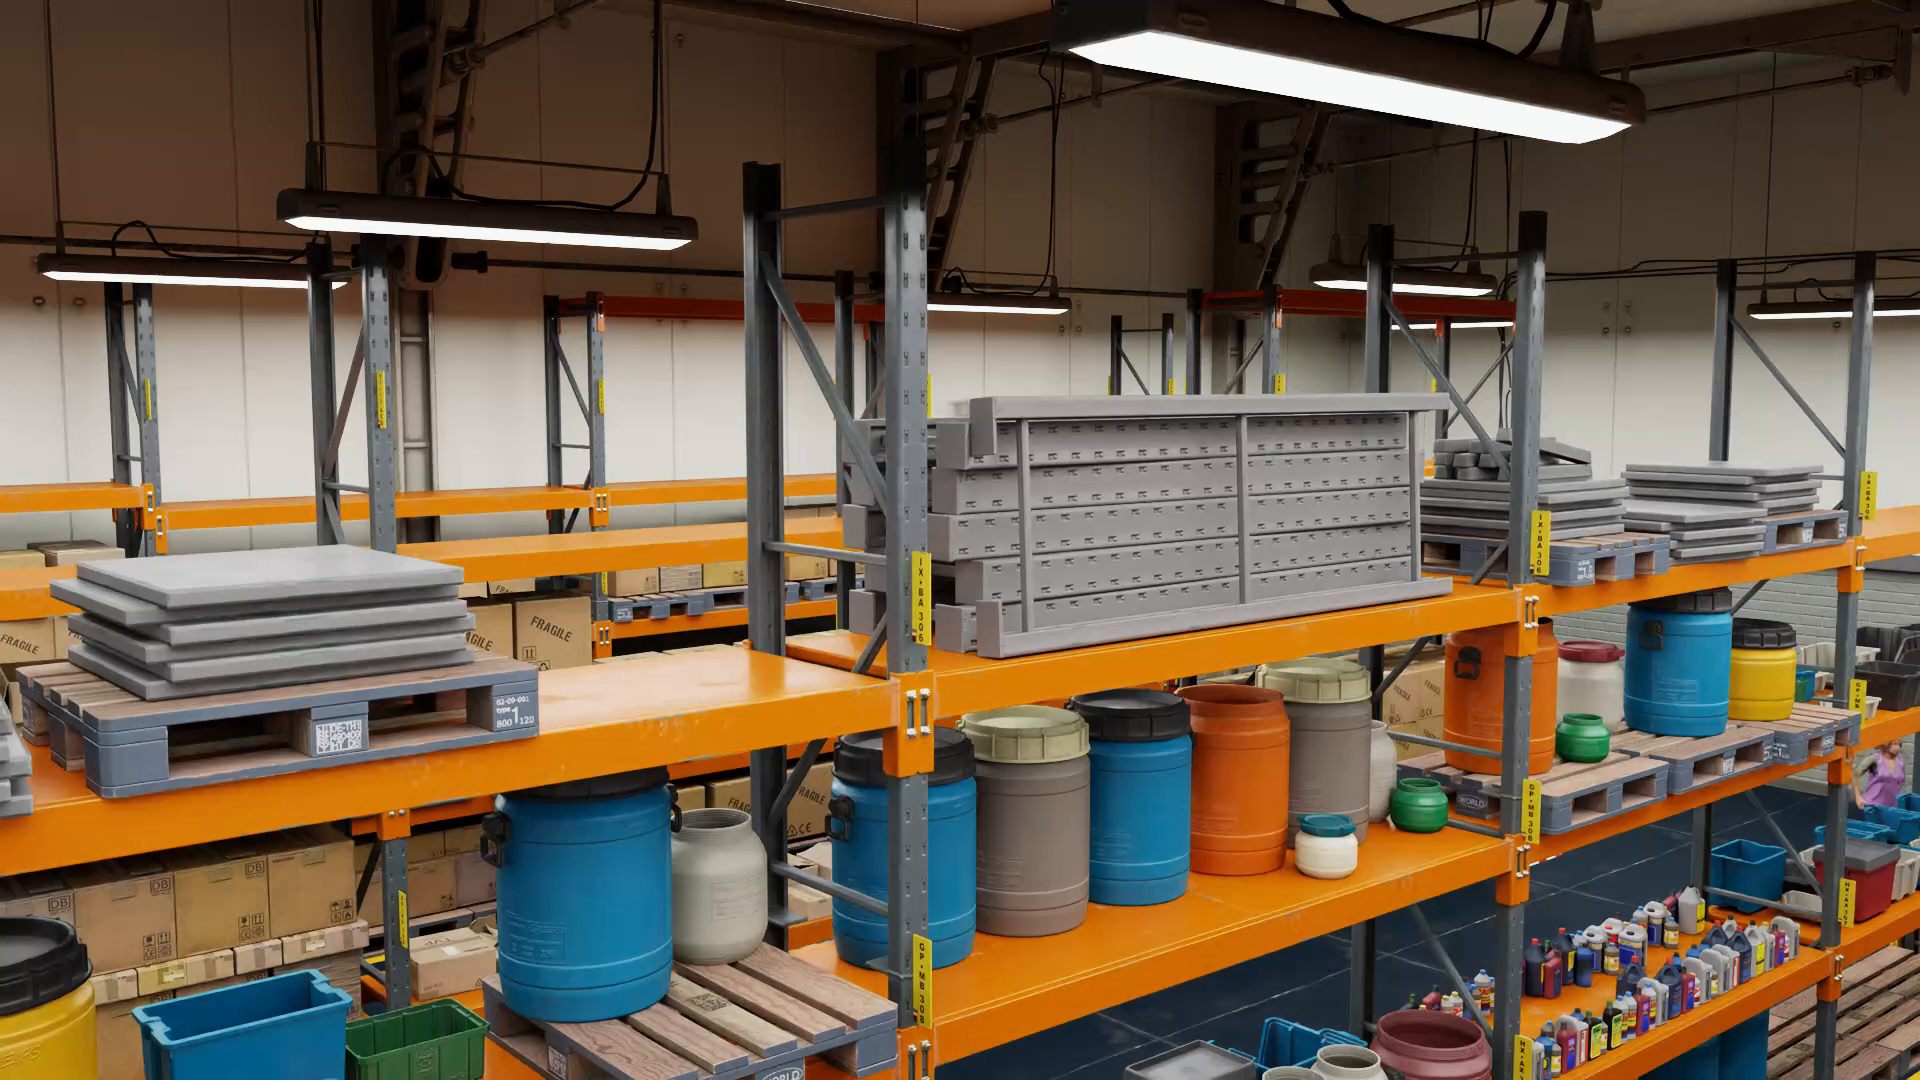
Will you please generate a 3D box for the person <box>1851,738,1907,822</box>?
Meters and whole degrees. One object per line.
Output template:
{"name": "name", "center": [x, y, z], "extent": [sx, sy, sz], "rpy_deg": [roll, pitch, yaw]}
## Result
{"name": "person", "center": [9.501, 2.748, 17.229], "extent": [0.577, 1.543, 0.647], "rpy_deg": [0, 6, -4]}
